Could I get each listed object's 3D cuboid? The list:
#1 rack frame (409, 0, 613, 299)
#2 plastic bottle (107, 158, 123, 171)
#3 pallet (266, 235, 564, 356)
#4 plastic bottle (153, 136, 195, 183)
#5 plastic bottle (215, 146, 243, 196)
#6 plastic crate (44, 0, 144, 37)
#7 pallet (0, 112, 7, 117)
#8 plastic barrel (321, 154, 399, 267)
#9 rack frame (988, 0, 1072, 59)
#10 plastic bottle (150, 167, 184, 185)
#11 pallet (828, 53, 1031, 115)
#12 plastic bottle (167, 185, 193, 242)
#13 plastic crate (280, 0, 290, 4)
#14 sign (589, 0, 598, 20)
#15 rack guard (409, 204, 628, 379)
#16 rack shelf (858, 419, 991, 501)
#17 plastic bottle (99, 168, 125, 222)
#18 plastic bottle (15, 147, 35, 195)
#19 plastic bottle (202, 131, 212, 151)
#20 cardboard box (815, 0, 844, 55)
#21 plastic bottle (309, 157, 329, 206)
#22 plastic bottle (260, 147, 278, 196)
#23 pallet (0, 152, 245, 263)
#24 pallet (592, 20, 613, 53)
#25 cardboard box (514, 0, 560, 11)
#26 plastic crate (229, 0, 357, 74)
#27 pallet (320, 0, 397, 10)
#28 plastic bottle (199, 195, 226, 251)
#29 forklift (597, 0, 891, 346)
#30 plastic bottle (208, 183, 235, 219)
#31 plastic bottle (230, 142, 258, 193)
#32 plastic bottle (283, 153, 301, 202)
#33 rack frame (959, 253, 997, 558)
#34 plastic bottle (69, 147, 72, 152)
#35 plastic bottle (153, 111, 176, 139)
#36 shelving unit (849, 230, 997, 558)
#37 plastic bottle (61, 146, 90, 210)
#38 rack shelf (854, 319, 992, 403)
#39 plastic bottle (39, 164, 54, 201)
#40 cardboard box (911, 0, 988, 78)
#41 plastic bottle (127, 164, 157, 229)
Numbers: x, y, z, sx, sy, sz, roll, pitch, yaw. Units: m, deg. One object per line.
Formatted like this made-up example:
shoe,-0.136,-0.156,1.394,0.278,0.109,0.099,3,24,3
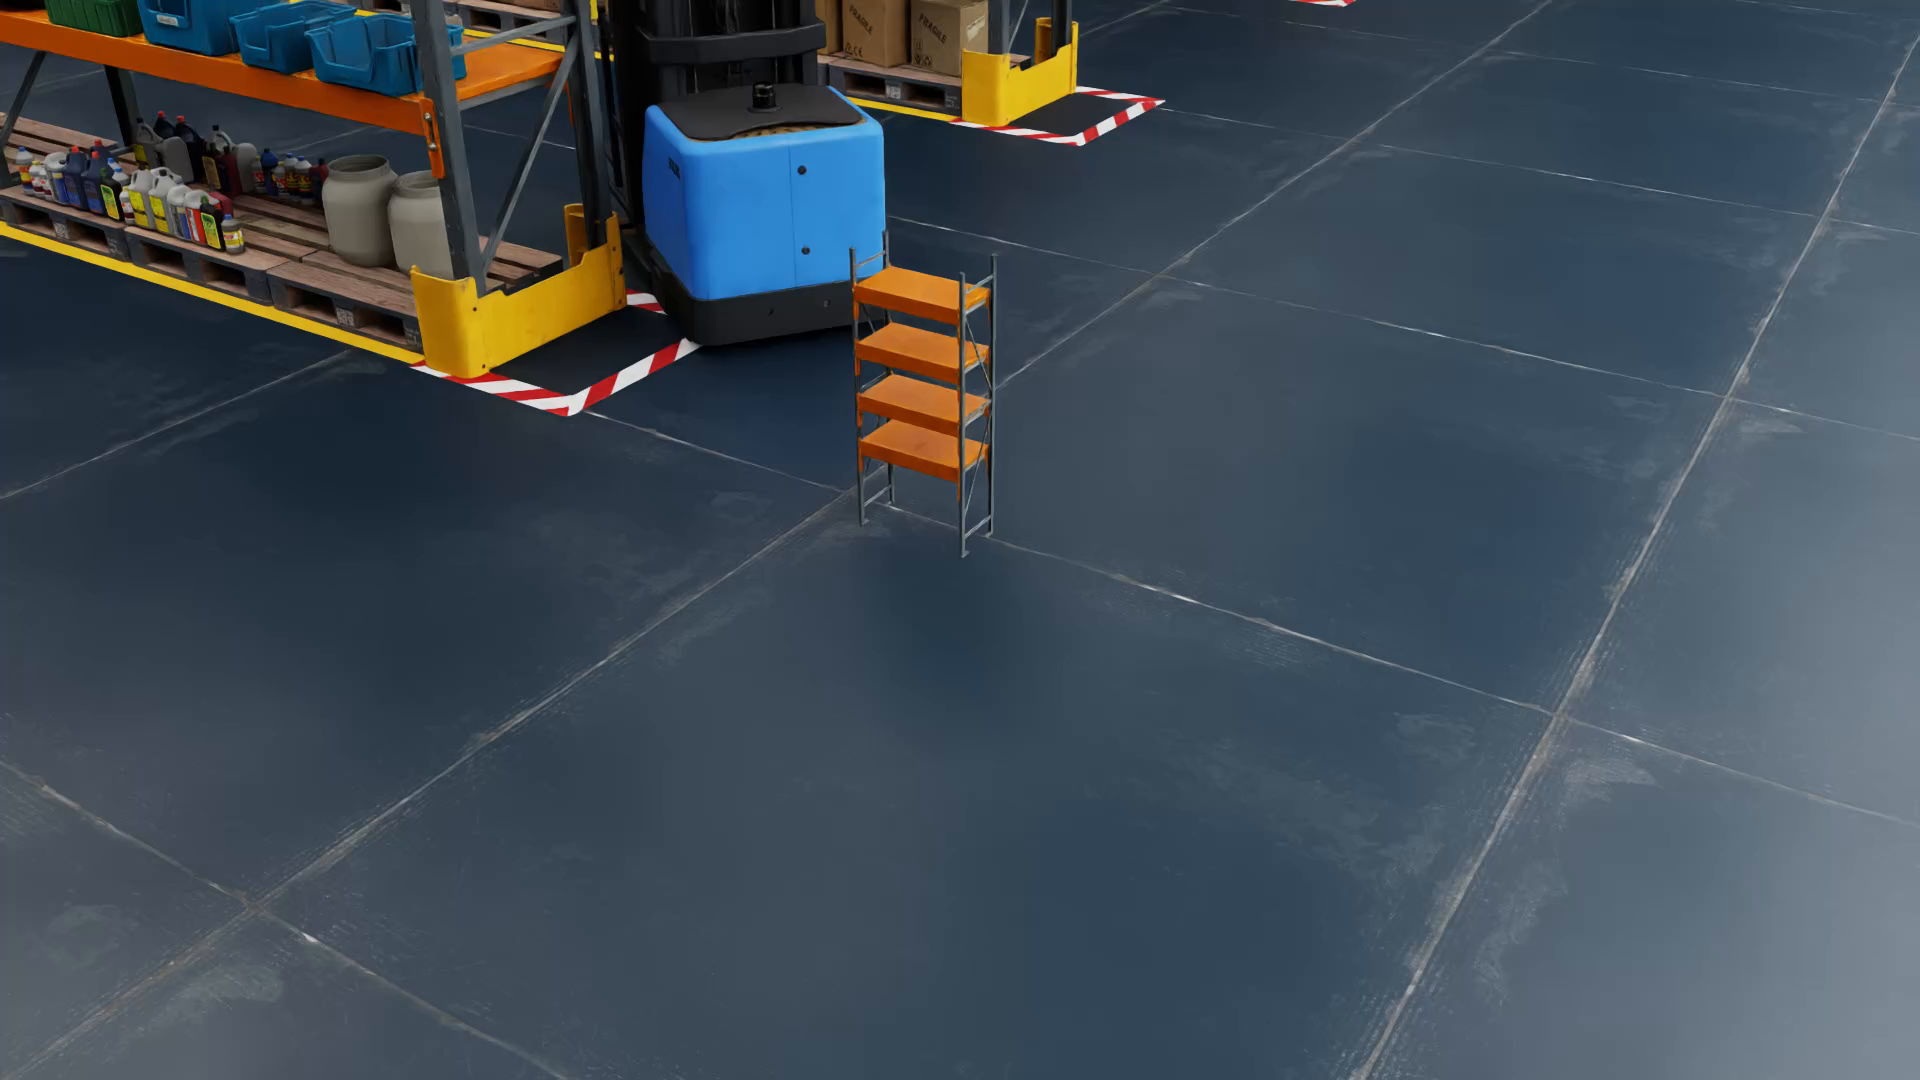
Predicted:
rack frame,-2.125,-2.364,7.825,0.127,3.000,1.000,18,35,27
plastic bottle,-4.863,-2.066,9.586,0.097,0.271,0.097,0,30,0
pallet,-2.899,-1.379,8.905,1.213,0.211,1.003,18,35,27
plastic bottle,-4.709,-2.278,9.944,0.135,0.276,0.152,18,35,27
plastic bottle,-4.299,-2.174,9.758,0.133,0.283,0.061,18,35,27
plastic crate,-4.513,-2.859,8.885,0.662,0.188,0.450,18,35,27
pallet,-7.236,-2.751,11.256,1.213,0.211,1.003,18,35,27
plastic barrel,-3.147,-1.748,8.822,0.421,0.512,0.421,0,30,0
rack frame,0.508,-4.477,11.448,0.127,3.000,1.000,18,35,27
plastic bottle,-4.472,-1.961,9.401,0.135,0.276,0.152,18,35,27
pallet,-0.225,-3.526,12.585,1.213,0.211,1.003,18,35,27
plastic bottle,-4.230,-1.798,9.122,0.135,0.276,0.152,17,34,26
plastic crate,-4.003,-2.994,9.168,0.437,0.136,0.530,18,35,27
sign,-1.829,-2.717,8.155,0.005,0.325,0.100,18,35,27
rack guard,-2.214,-1.284,8.455,0.348,0.500,1.175,18,35,27
rack shelf,-0.140,-0.333,6.658,0.480,0.148,0.258,18,35,27
plastic bottle,-4.772,-1.946,9.368,0.133,0.283,0.061,19,35,29
plastic bottle,-5.476,-2.174,9.771,0.097,0.271,0.097,0,30,0
plastic bottle,-4.491,-2.325,10.018,0.133,0.283,0.061,20,36,31
cardboard box,-1.056,-4.075,12.822,0.500,0.500,0.500,21,36,32
plastic bottle,-3.677,-2.067,9.576,0.133,0.283,0.061,18,35,28
plastic bottle,-4.042,-2.167,9.758,0.097,0.271,0.097,0,30,0
pallet,-4.966,-2.033,10.025,1.213,0.211,1.003,18,35,27
pallet,-2.292,-4.180,13.705,1.213,0.211,1.003,18,35,27
cardboard box,-3.388,-4.833,14.102,0.500,0.500,0.700,15,33,24
plastic crate,-3.255,-2.482,8.175,0.408,0.251,0.499,18,35,27
pallet,-5.606,-5.206,15.465,1.213,0.211,1.003,18,35,27
plastic bottle,-4.022,-1.709,8.961,0.133,0.283,0.061,18,35,29
forklift,-1.391,-2.956,8.908,1.130,2.935,3.031,-12,32,-19
plastic bottle,-4.056,-1.810,9.135,0.133,0.283,0.061,18,35,27
plastic bottle,-4.242,-2.216,9.838,0.135,0.276,0.152,18,35,28
plastic bottle,-3.870,-2.112,9.665,0.097,0.271,0.097,0,30,0
rack frame,0.066,-0.497,6.412,0.015,1.200,0.240,18,35,27
plastic bottle,-5.131,-2.150,9.718,0.133,0.283,0.061,18,35,27
plastic bottle,-4.814,-2.431,10.133,0.185,0.351,0.144,17,34,26
shelving unit,-0.140,-0.563,6.524,0.503,1.200,0.258,18,35,27
plastic bottle,-5.050,-2.088,9.544,0.185,0.351,0.144,19,35,29
rack shelf,-0.140,-0.698,6.445,0.480,0.148,0.258,18,35,27
plastic bottle,-5.304,-2.090,9.695,0.097,0.201,0.097,0,30,0
cardboard box,-0.012,-3.754,12.271,0.500,0.500,0.500,25,39,36
plastic bottle,-4.530,-1.923,9.262,0.185,0.351,0.144,17,34,27
